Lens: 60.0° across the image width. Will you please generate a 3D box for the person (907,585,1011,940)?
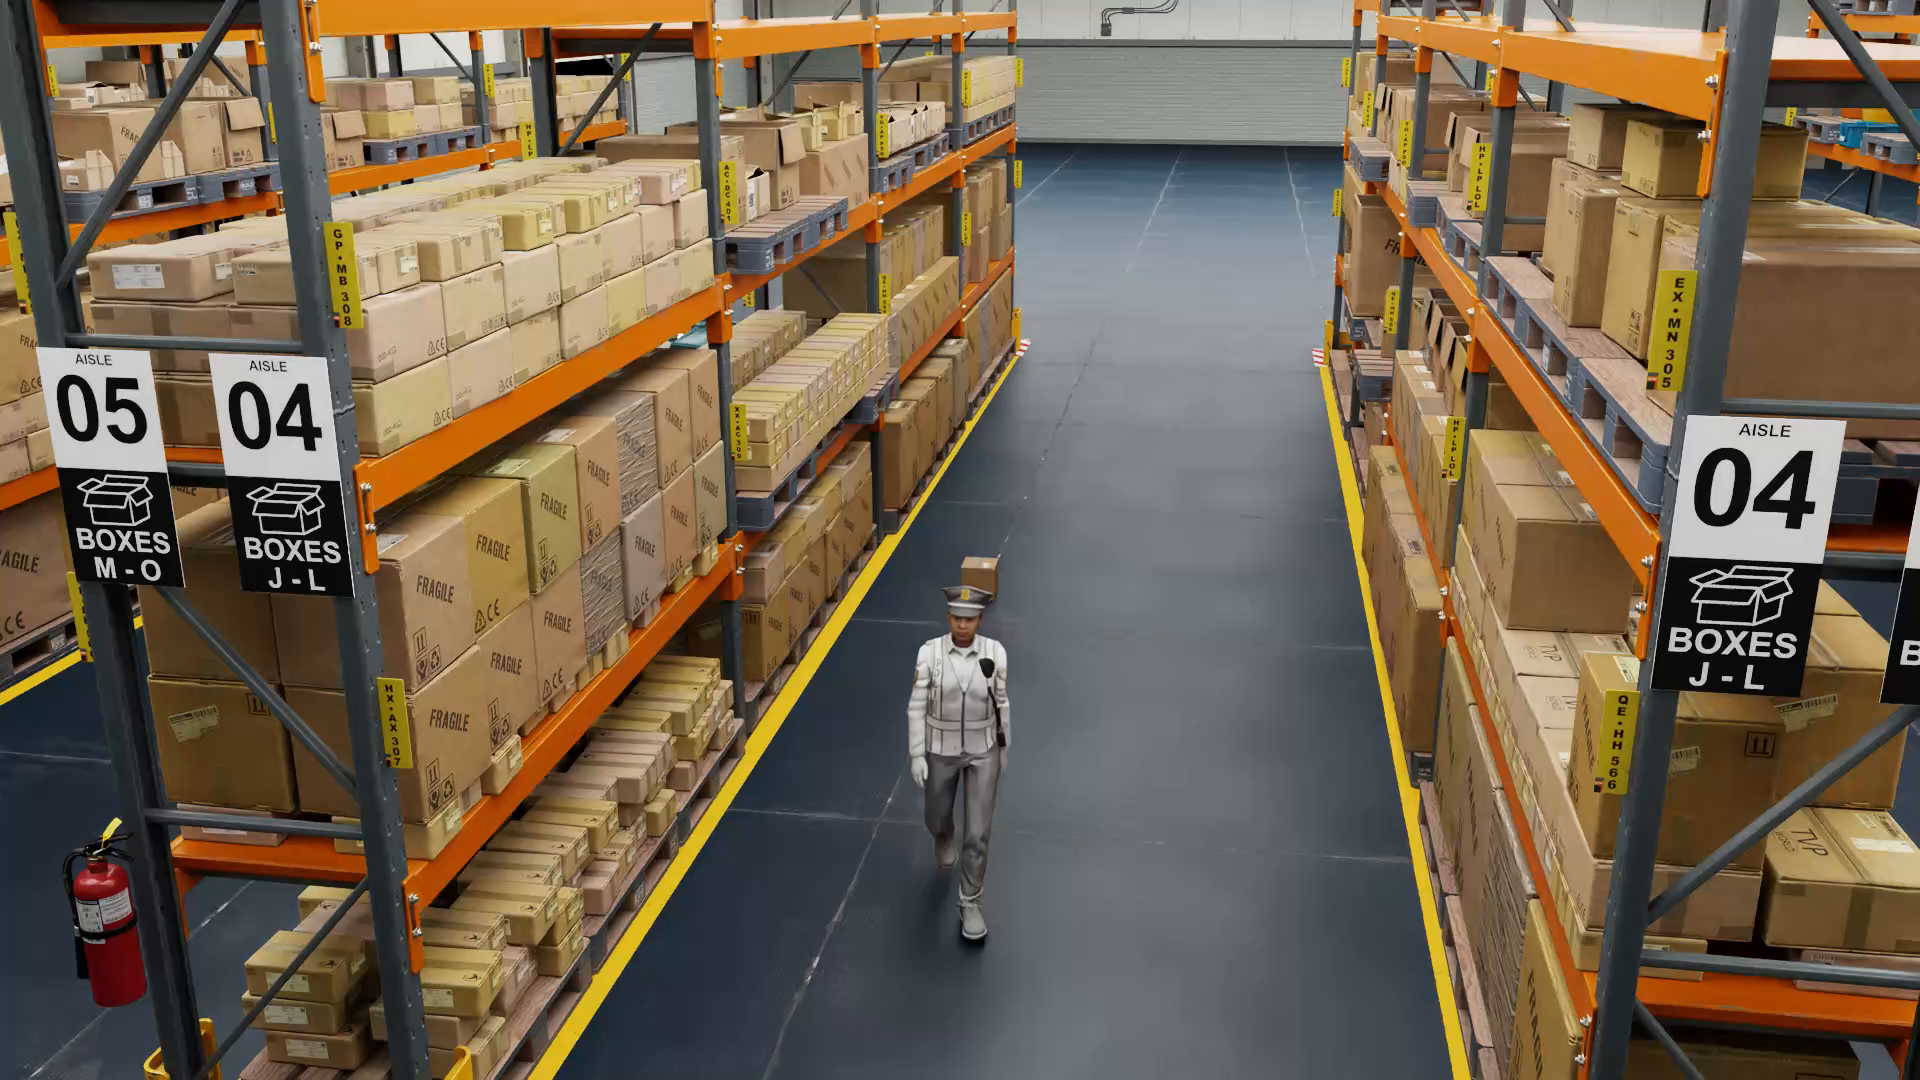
[{"bbox_3d":[-0.002,0.983,7.951,0.494,1.658,0.811,0,18,-1],"label":"person"}]
